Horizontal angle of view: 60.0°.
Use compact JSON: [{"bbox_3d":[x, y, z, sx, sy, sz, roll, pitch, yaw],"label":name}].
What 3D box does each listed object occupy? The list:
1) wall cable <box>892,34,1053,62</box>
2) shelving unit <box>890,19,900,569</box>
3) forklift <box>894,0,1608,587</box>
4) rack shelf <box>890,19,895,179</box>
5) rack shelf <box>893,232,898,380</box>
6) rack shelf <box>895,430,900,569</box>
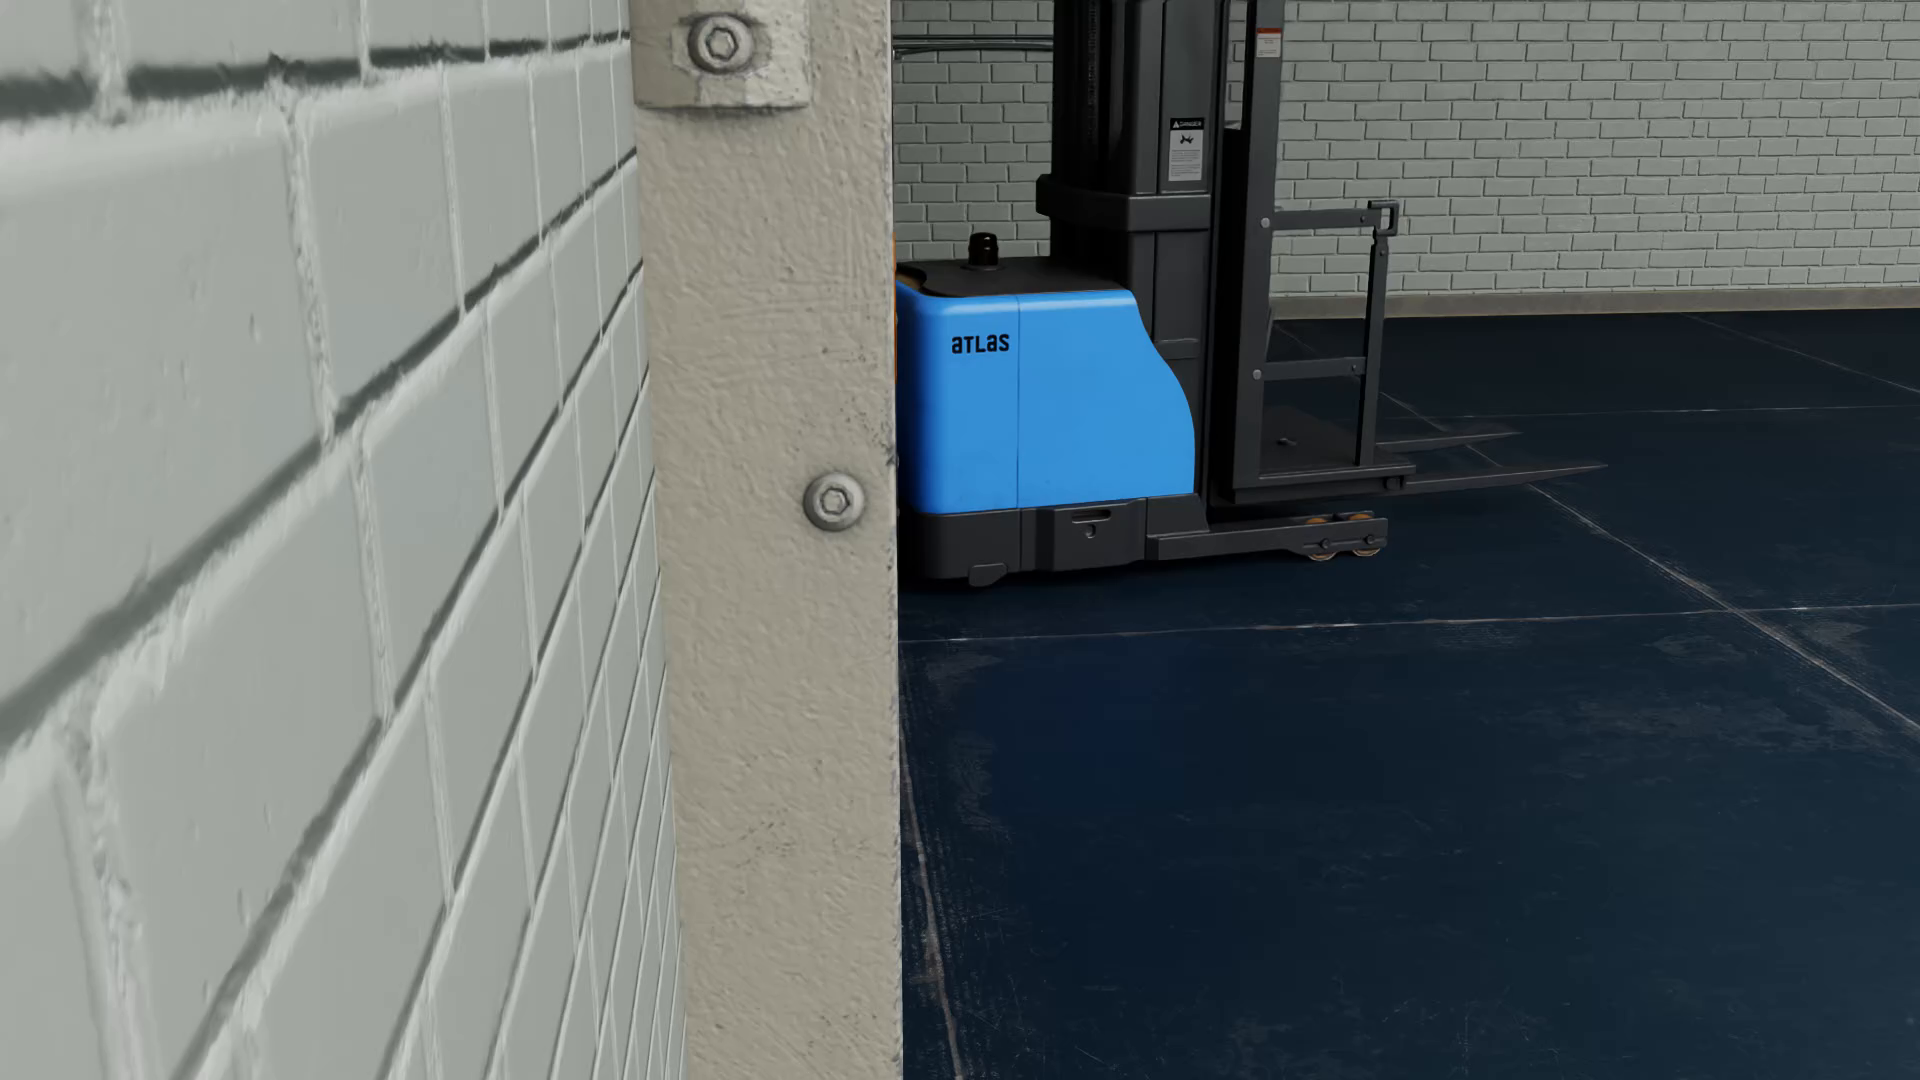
[{"bbox_3d":[0.138,-4.271,10.442,3.097,2.526,0.112,-2,18,-6],"label":"wall cable"},{"bbox_3d":[-0.441,-0.756,5.581,0.431,2.100,0.503,1,17,2],"label":"shelving unit"},{"bbox_3d":[1.156,-1.461,6.437,3.031,2.935,1.130,-5,18,-16],"label":"forklift"},{"bbox_3d":[-0.441,-1.411,5.375,0.431,0.518,0.480,1,17,2],"label":"rack shelf"},{"bbox_3d":[-0.441,-0.743,5.585,0.431,0.518,0.480,1,17,2],"label":"rack shelf"},{"bbox_3d":[-0.441,-0.075,5.794,0.431,0.518,0.480,1,17,2],"label":"rack shelf"}]
